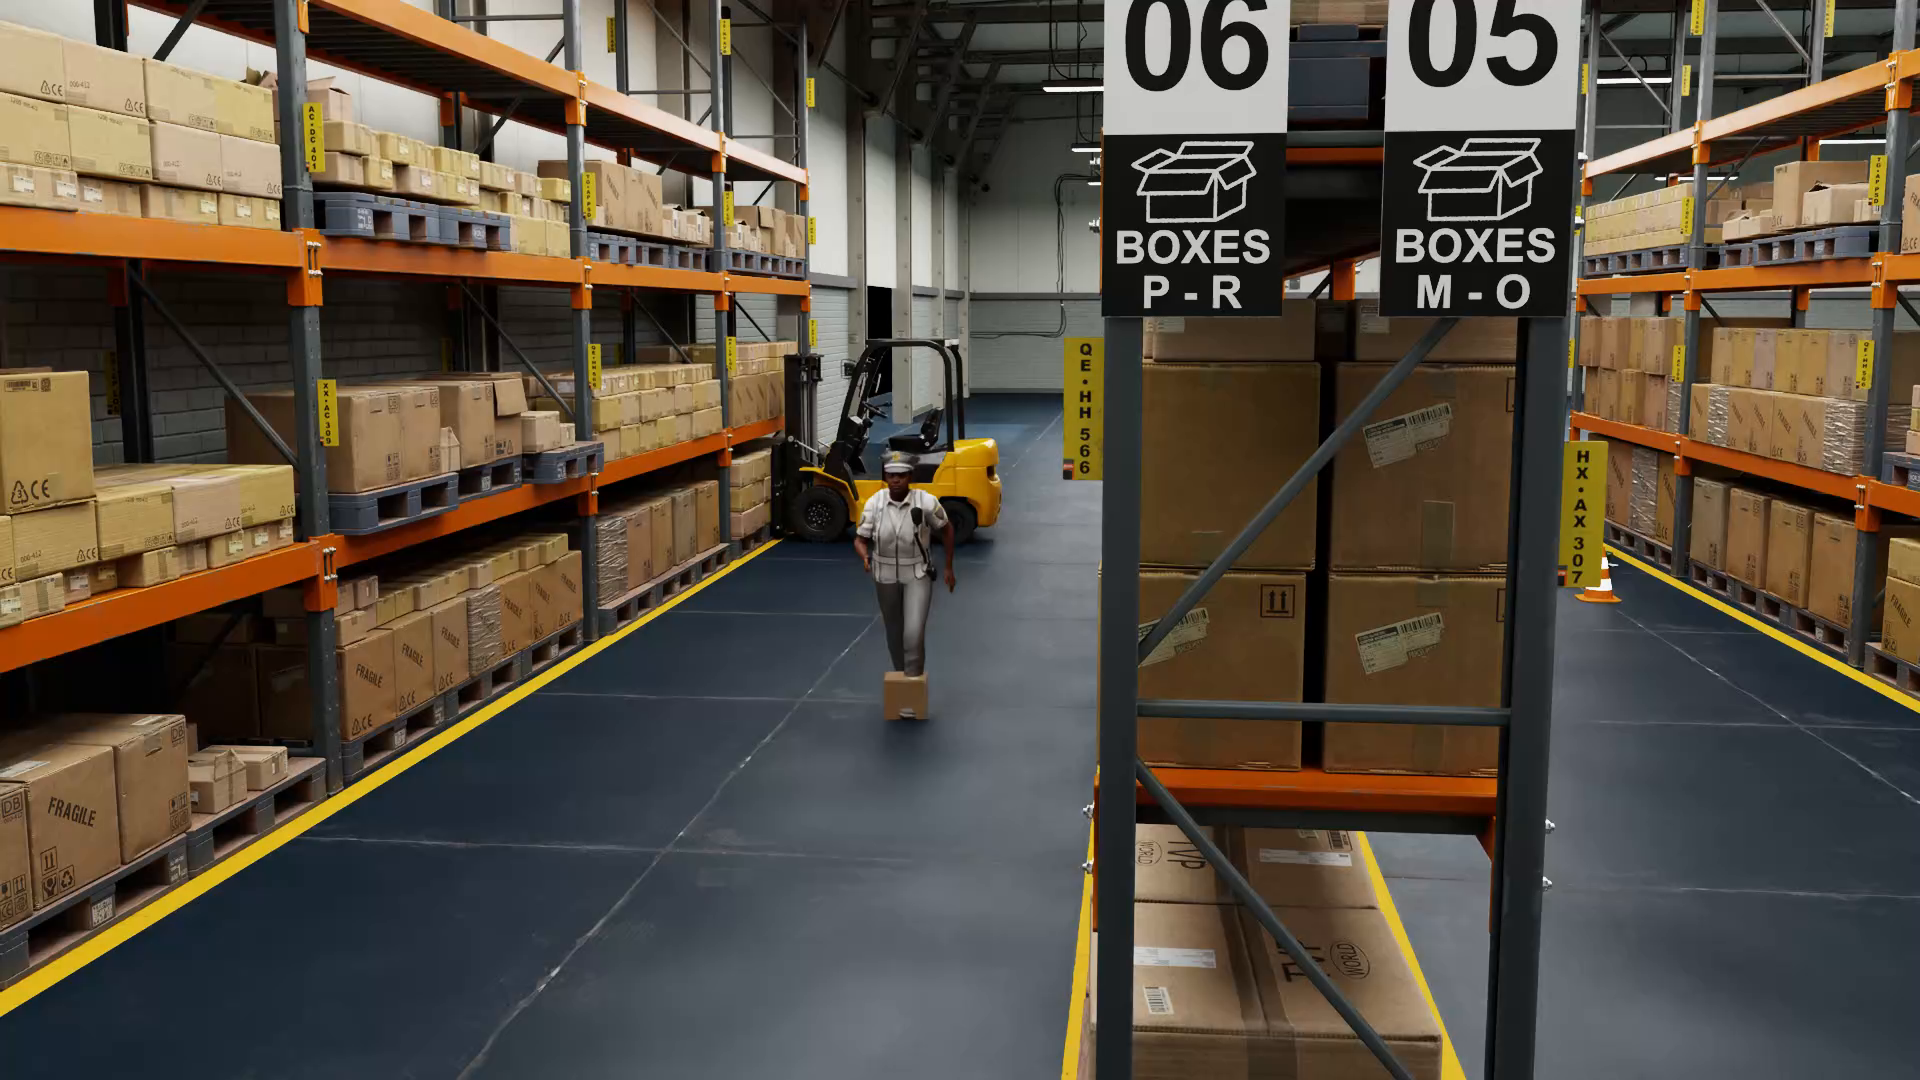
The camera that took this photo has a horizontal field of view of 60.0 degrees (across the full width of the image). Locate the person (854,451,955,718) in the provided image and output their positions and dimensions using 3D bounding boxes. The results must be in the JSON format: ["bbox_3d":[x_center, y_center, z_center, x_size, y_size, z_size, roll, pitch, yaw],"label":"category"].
[{"bbox_3d":[-0.341,0.229,10.233,0.580,1.600,0.900,2,8,13],"label":"person"}]
